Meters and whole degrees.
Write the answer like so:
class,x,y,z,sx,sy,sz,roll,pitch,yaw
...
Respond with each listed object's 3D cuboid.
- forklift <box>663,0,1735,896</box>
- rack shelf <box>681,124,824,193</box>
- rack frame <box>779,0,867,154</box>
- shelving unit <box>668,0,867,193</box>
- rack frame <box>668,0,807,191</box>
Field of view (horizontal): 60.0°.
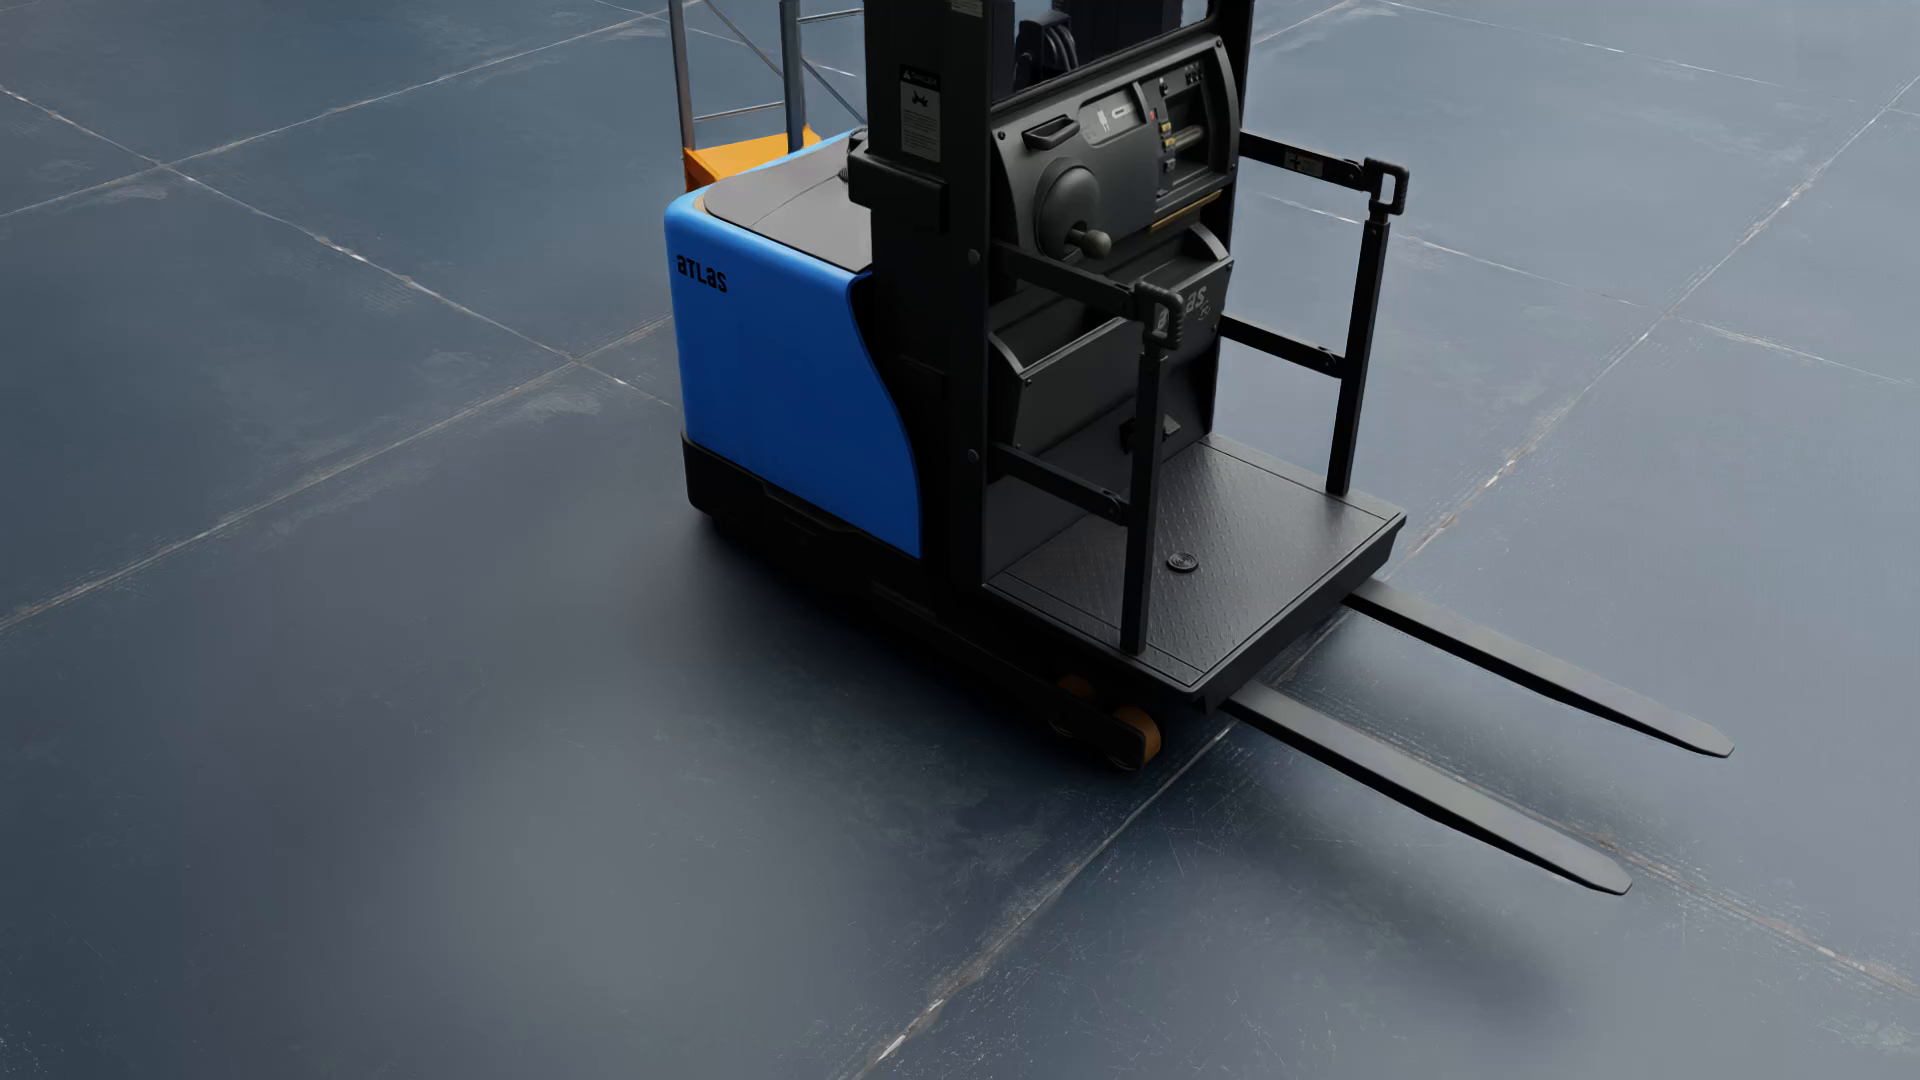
class,x,y,z,sx,sy,sz,roll,pitch,yaw
forklift,0.566,-0.943,4.034,3.031,2.935,1.130,27,43,33
rack shelf,-0.571,-1.216,6.013,0.538,0.185,1.000,-17,38,-24
rack frame,-0.324,-1.112,5.545,0.500,1.500,0.032,-17,38,-24
shelving unit,-0.575,-1.368,5.918,0.587,1.500,1.083,-17,38,-24
rack frame,-0.817,-1.616,6.278,0.500,1.500,0.032,-17,38,-24
